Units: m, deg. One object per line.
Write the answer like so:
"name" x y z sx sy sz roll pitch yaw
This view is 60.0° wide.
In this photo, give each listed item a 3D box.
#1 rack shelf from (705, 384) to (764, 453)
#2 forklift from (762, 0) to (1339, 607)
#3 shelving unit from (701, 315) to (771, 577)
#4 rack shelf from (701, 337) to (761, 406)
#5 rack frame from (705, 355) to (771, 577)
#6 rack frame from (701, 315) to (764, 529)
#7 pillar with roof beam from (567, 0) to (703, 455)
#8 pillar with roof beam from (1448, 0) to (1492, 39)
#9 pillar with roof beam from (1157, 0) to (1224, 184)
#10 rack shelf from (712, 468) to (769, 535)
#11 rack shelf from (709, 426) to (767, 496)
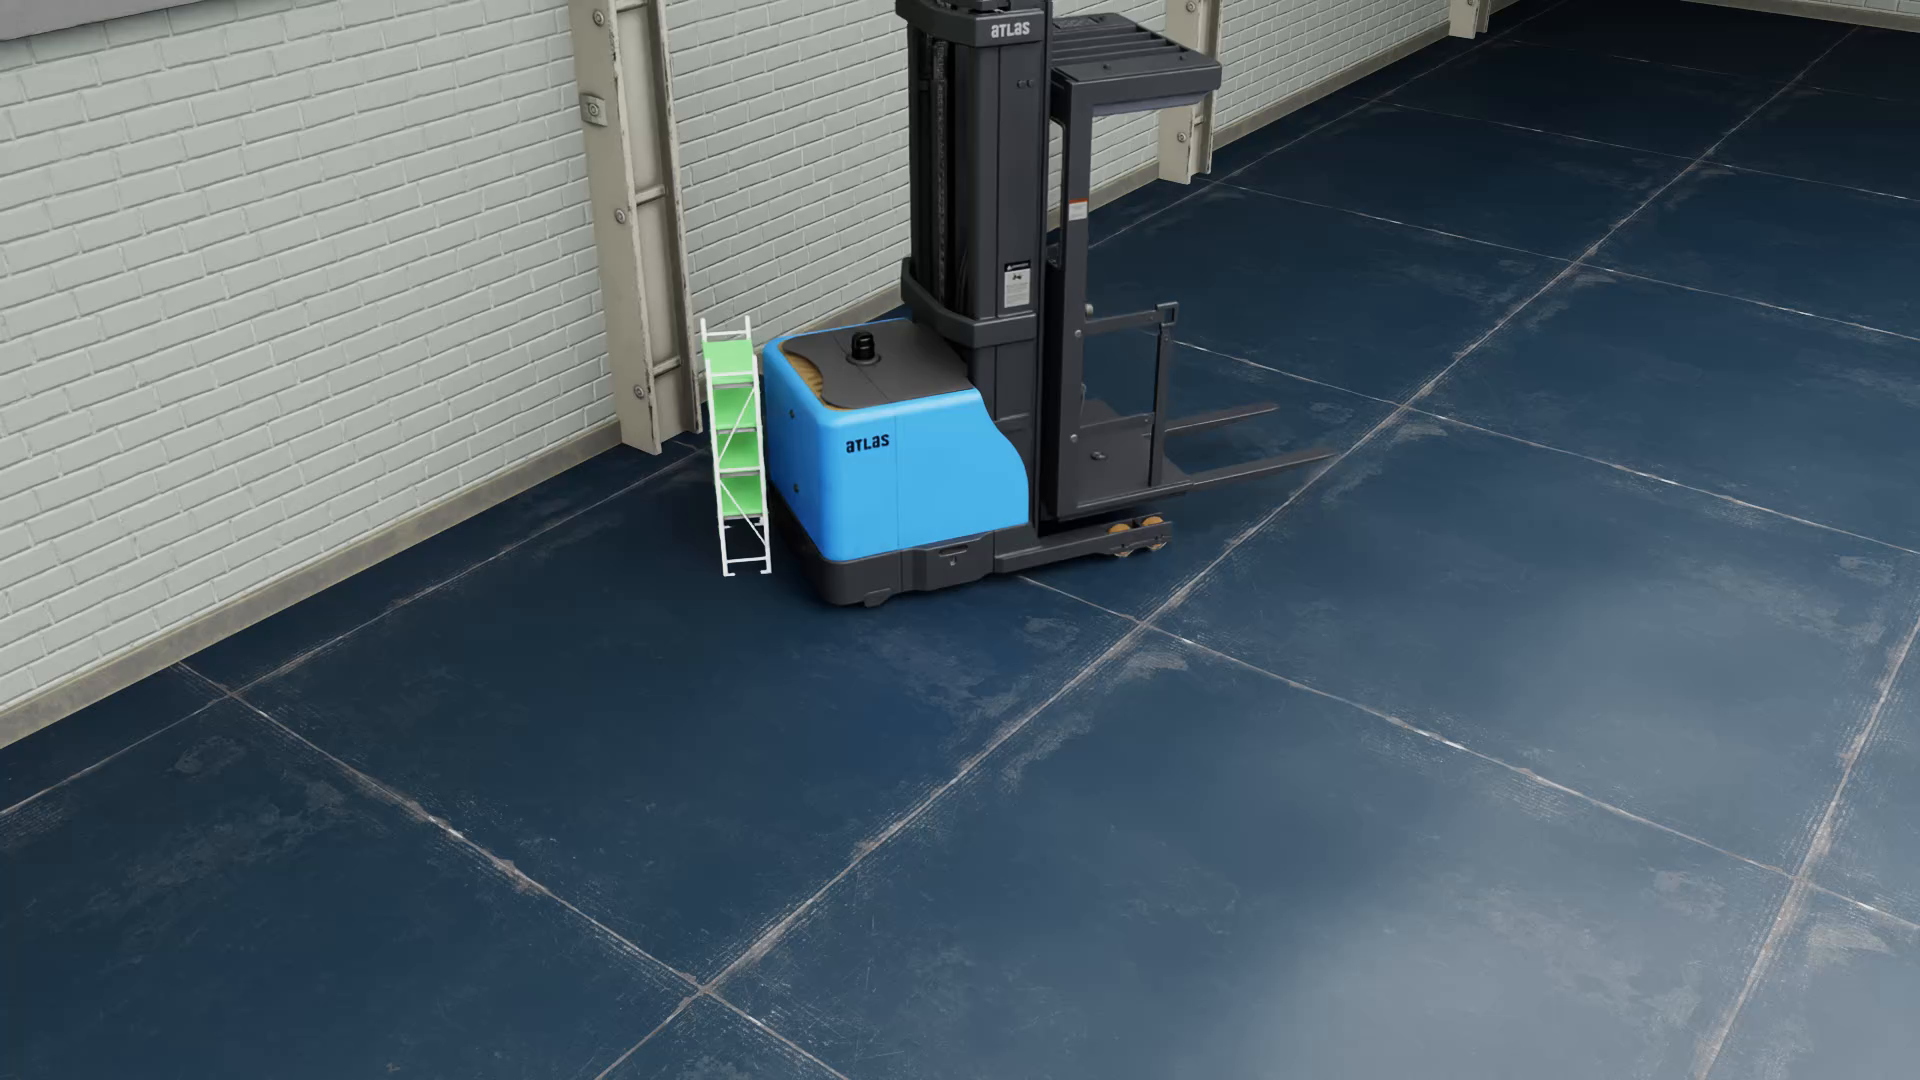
"rack shelf" -1.125 -0.618 8.271 0.258 0.148 0.480 -5 31 -9
"forklift" 0.560 -1.410 8.255 3.031 2.935 1.130 -12 33 -19
"shelving unit" -1.125 -0.467 8.361 0.258 1.200 0.503 -5 31 -9
"rack shelf" -1.125 -0.825 8.149 0.258 0.148 0.480 -5 31 -9
"rack frame" -1.082 -0.344 8.154 0.240 1.200 0.015 -5 31 -9
"rack frame" -1.168 -0.589 8.567 0.240 1.200 0.015 -5 31 -9
"pillar with roof beam" 1.675 -3.161 5.258 9.100 9.000 0.400 21 37 31
"pillar with roof beam" 8.919 -8.039 13.488 9.100 9.000 0.400 21 37 31
"pillar with roof beam" 5.297 -5.600 9.373 9.100 9.000 0.400 21 37 31
"rack shelf" -1.125 -0.205 8.515 0.258 0.148 0.480 -5 31 -9
"rack shelf" -1.125 -0.412 8.393 0.258 0.148 0.480 -5 31 -9
